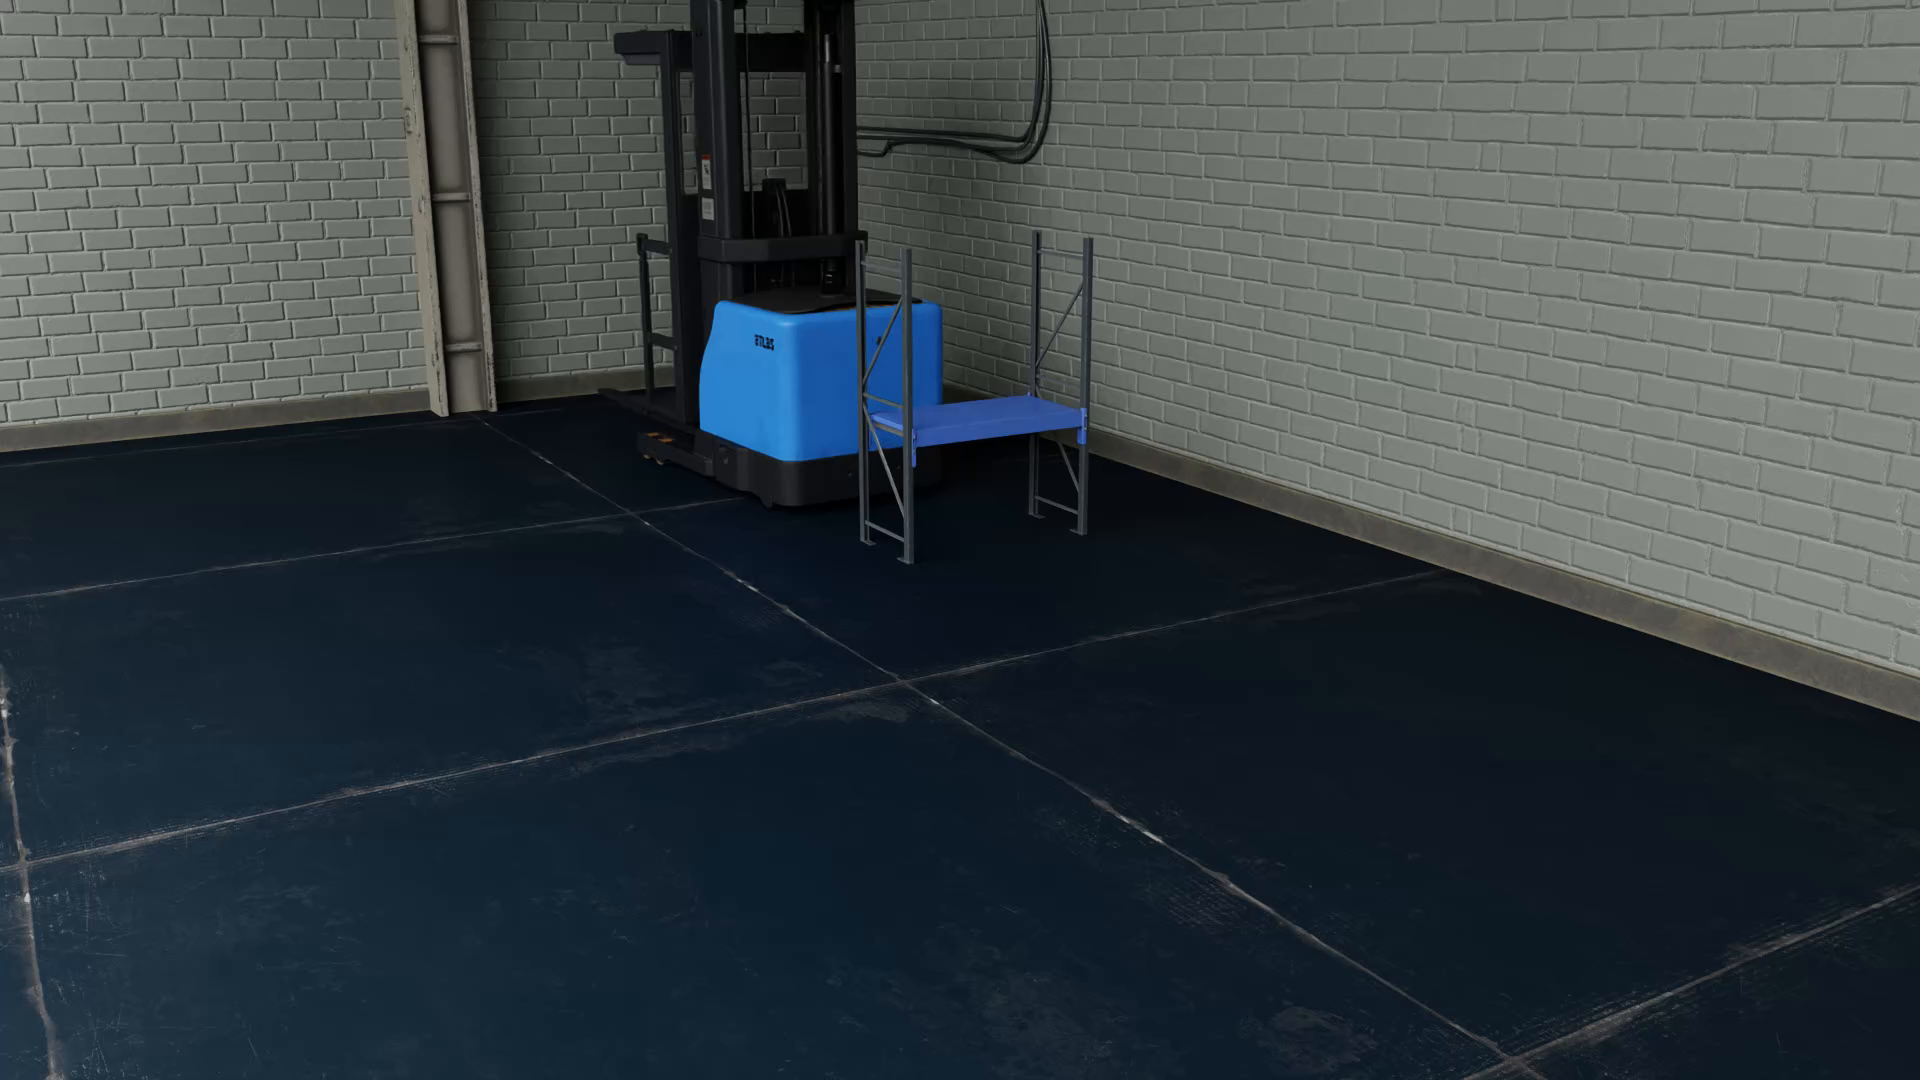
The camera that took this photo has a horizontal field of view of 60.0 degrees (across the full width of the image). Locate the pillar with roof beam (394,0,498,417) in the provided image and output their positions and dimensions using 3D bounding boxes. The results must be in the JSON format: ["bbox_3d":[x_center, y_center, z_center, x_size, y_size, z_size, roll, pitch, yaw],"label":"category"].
[{"bbox_3d":[-1.261,-4.249,6.894,0.400,9.000,9.100,-9,18,-30],"label":"pillar with roof beam"}]

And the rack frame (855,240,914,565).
[{"bbox_3d":[-0.363,-0.663,7.998,0.032,1.500,0.500,-9,18,-30],"label":"rack frame"}]

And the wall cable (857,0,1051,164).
[{"bbox_3d":[-0.272,-3.853,11.236,0.112,2.526,3.097,-9,18,-30],"label":"wall cable"}]

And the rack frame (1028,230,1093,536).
[{"bbox_3d":[0.509,-0.805,8.502,0.032,1.500,0.500,-9,18,-30],"label":"rack frame"}]

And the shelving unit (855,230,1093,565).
[{"bbox_3d":[0.073,-0.734,8.250,1.048,1.500,0.538,-9,18,-30],"label":"shelving unit"}]

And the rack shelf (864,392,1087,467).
[{"bbox_3d":[0.073,-0.561,8.298,1.000,0.185,0.538,-9,18,-30],"label":"rack shelf"}]

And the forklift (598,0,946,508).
[{"bbox_3d":[-1.318,-1.924,9.845,1.130,2.935,3.031,-10,19,-33],"label":"forklift"}]
